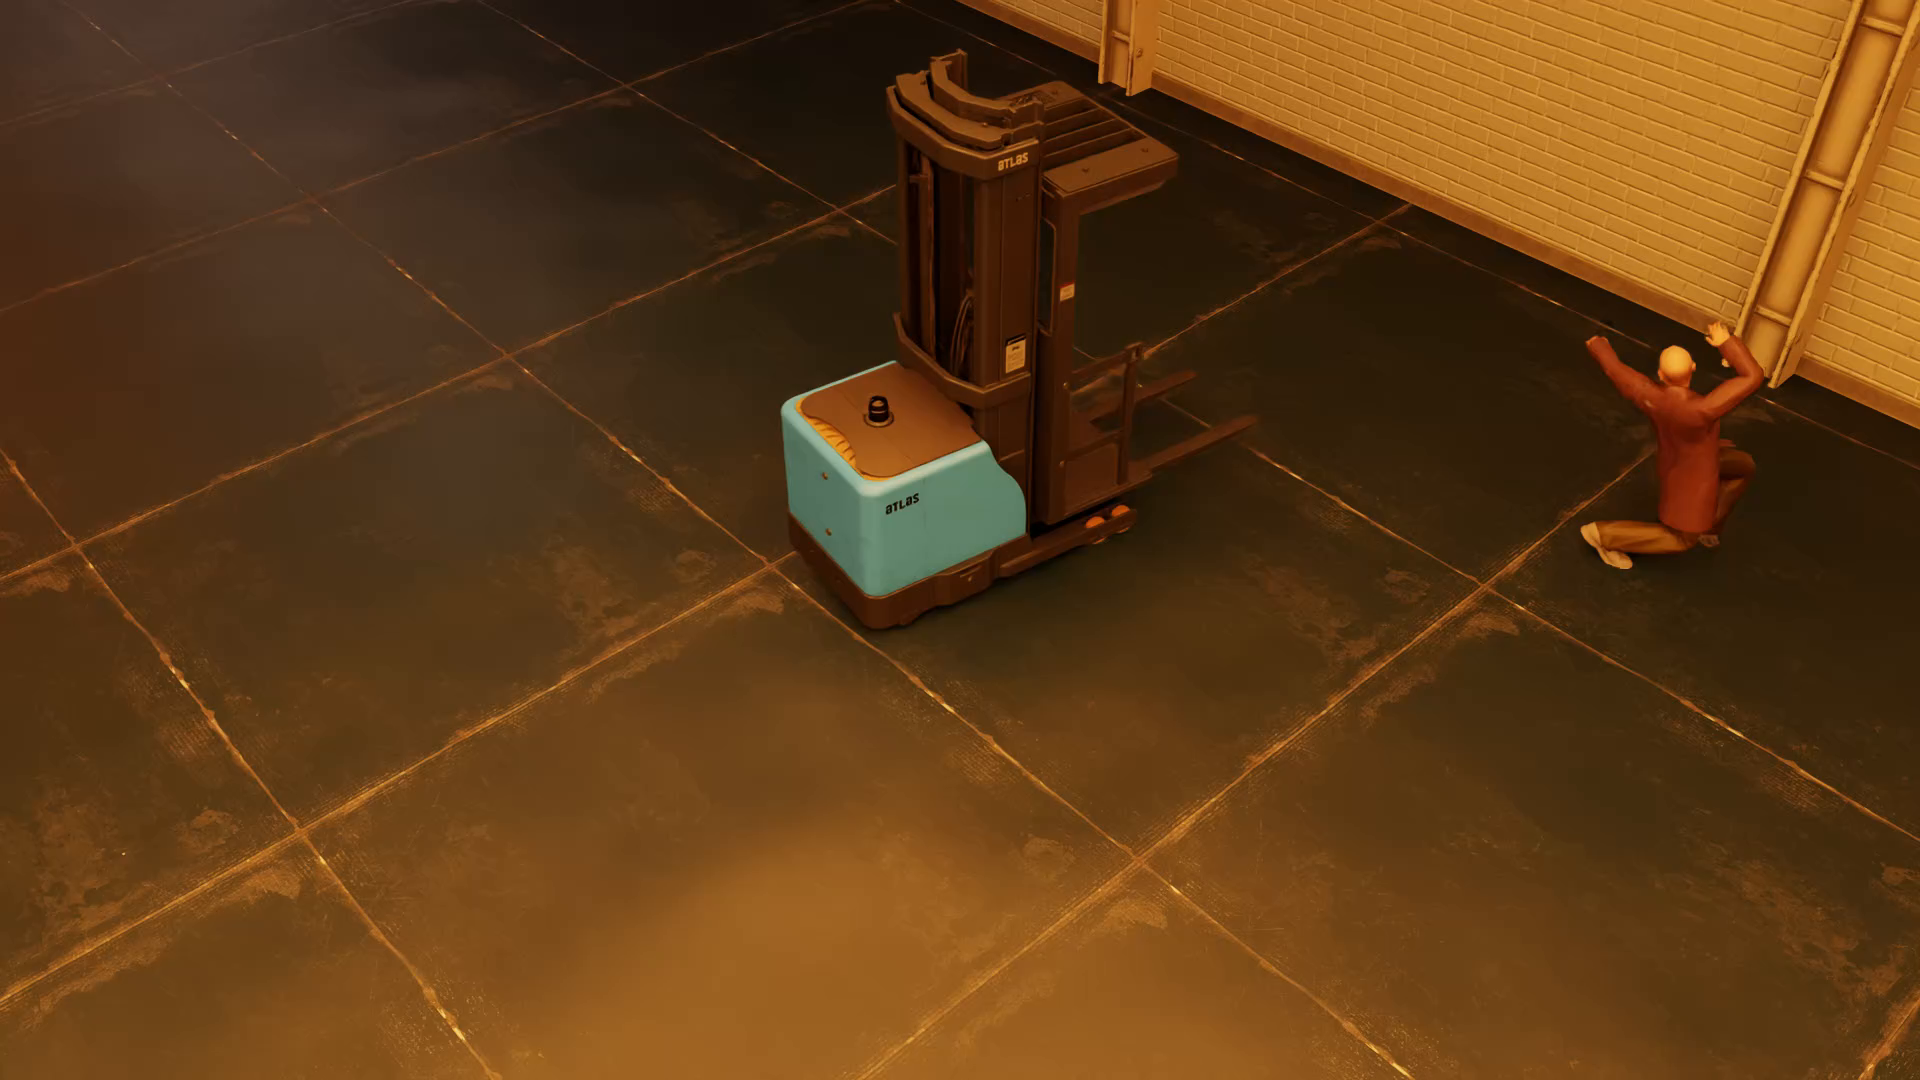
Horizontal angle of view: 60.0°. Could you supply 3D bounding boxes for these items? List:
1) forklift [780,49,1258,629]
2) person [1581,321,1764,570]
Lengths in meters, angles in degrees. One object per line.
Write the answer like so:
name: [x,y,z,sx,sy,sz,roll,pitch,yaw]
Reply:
forklift: [0.478,-1.352,9.475,3.031,2.935,1.130,-23,46,-25]
person: [4.186,-0.648,9.765,0.939,1.556,1.143,-2,41,-3]
